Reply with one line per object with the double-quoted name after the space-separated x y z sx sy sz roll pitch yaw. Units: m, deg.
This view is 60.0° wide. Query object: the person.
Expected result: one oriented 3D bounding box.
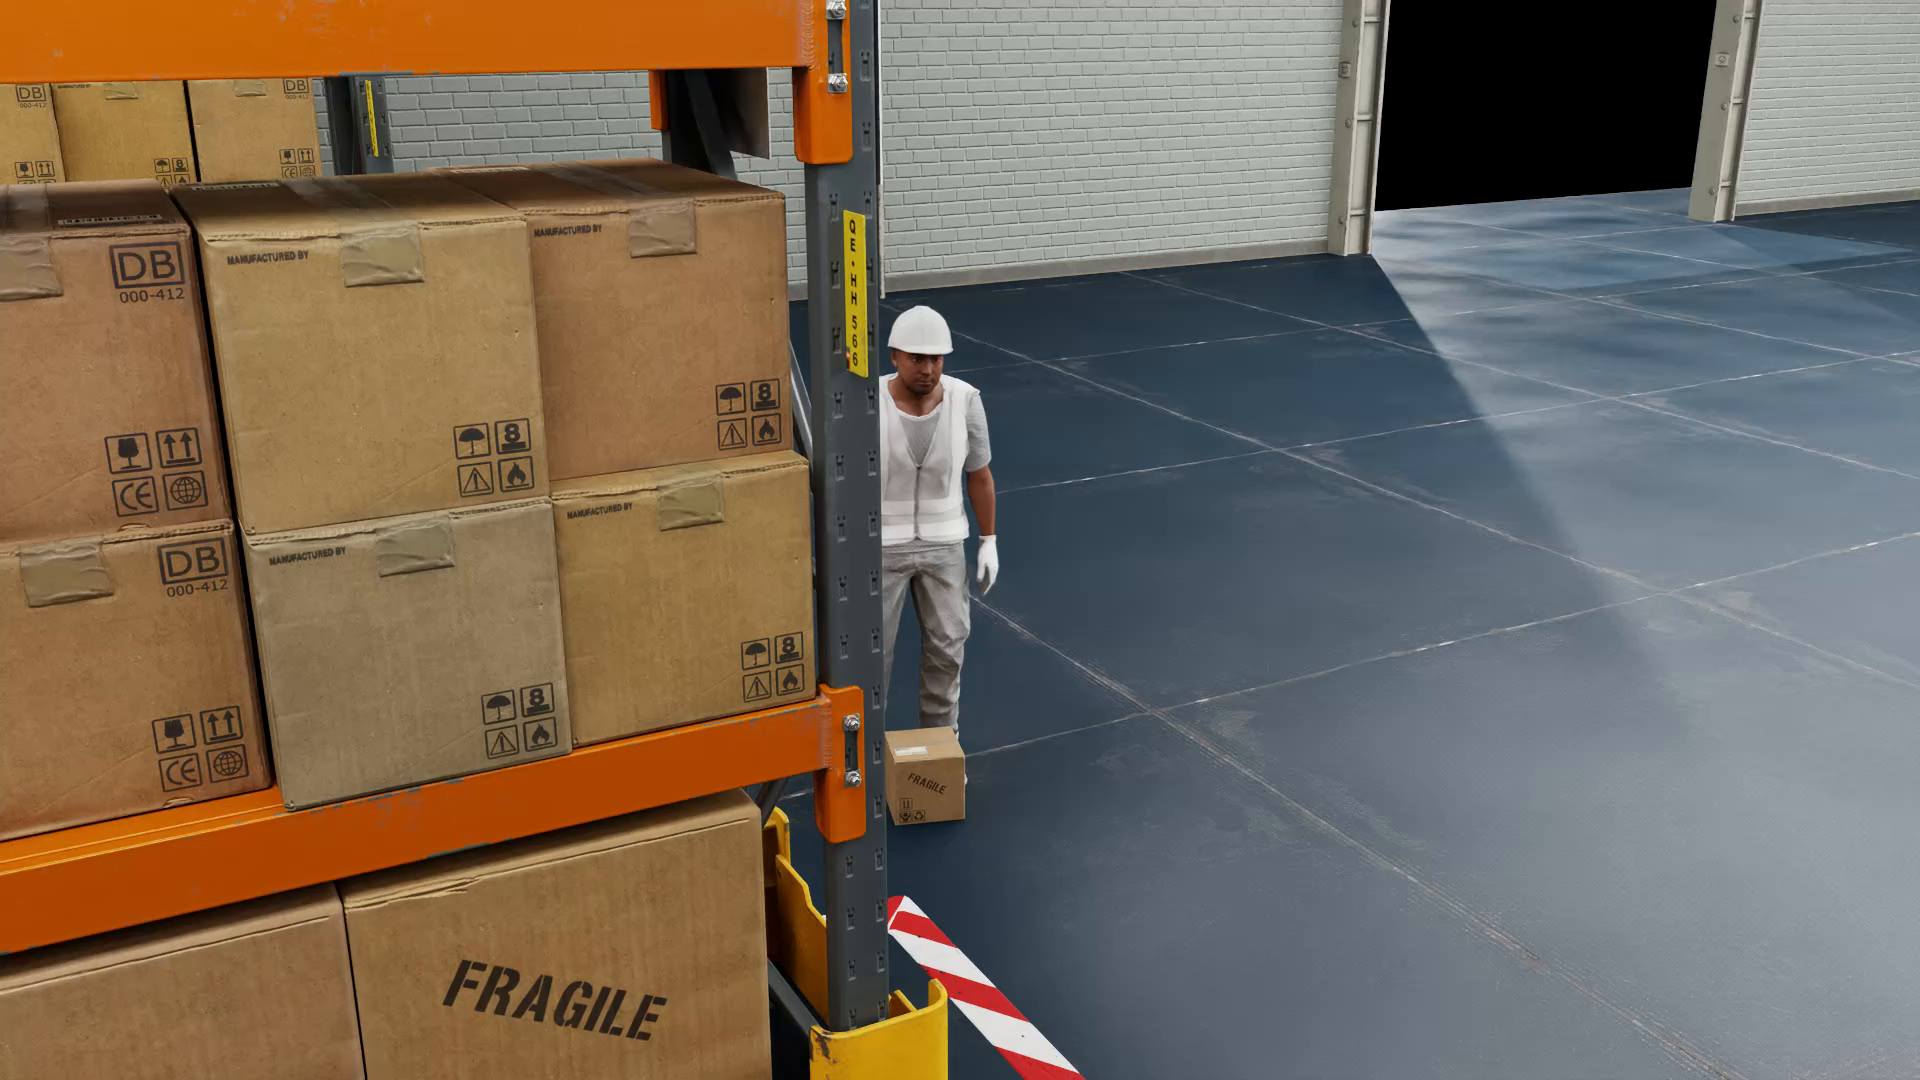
-0.168 0.043 5.907 0.629 1.775 0.444 -4 19 -12 "person"
